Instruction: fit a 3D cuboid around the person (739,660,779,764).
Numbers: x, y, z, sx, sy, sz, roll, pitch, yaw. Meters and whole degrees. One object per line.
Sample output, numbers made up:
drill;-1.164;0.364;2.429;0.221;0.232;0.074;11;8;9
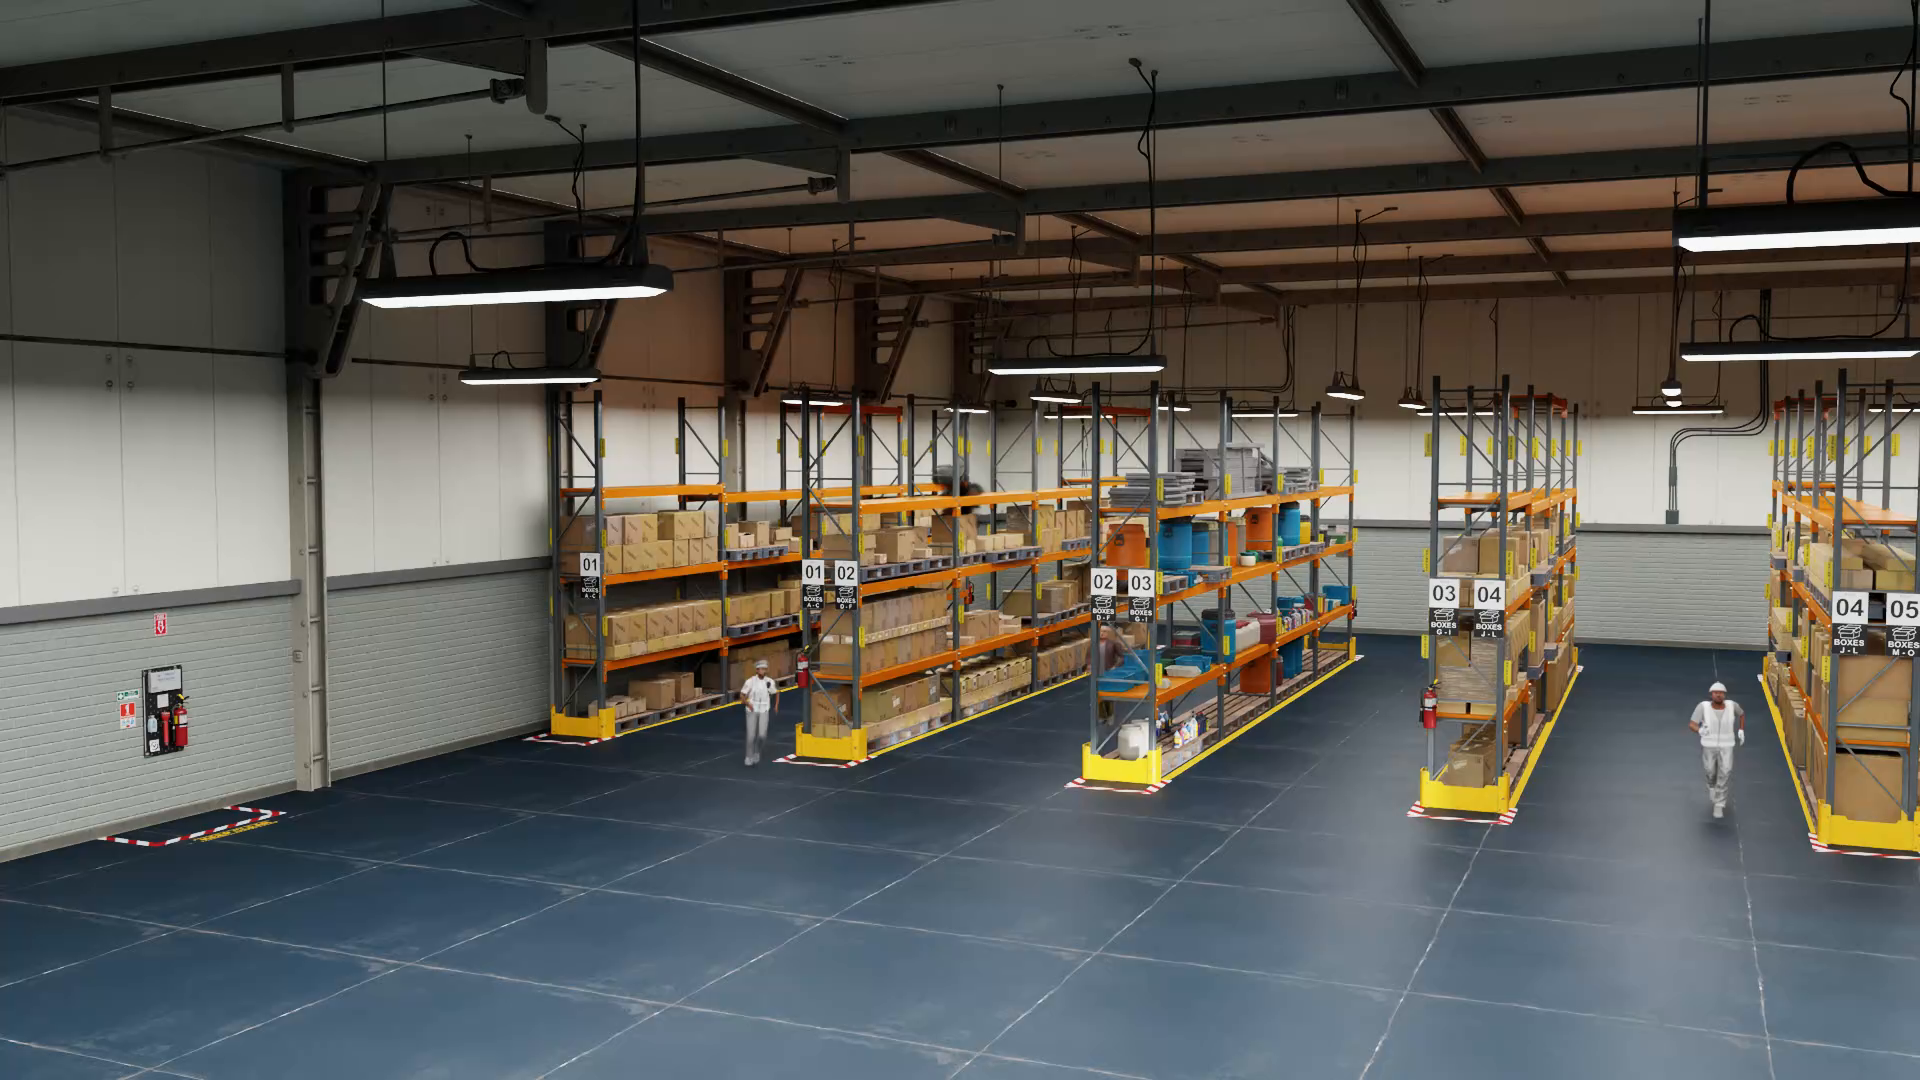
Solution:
person;-3.154;2.725;26.268;0.650;1.652;0.553;-1;3;-14

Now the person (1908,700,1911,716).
person;17.762;2.455;30.912;0.567;1.671;0.700;1;3;22

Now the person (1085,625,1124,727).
person;2.438;2.334;28.339;0.705;1.752;0.627;1;3;19

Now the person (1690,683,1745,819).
person;10.419;2.864;22.881;0.715;1.829;0.948;1;3;20
